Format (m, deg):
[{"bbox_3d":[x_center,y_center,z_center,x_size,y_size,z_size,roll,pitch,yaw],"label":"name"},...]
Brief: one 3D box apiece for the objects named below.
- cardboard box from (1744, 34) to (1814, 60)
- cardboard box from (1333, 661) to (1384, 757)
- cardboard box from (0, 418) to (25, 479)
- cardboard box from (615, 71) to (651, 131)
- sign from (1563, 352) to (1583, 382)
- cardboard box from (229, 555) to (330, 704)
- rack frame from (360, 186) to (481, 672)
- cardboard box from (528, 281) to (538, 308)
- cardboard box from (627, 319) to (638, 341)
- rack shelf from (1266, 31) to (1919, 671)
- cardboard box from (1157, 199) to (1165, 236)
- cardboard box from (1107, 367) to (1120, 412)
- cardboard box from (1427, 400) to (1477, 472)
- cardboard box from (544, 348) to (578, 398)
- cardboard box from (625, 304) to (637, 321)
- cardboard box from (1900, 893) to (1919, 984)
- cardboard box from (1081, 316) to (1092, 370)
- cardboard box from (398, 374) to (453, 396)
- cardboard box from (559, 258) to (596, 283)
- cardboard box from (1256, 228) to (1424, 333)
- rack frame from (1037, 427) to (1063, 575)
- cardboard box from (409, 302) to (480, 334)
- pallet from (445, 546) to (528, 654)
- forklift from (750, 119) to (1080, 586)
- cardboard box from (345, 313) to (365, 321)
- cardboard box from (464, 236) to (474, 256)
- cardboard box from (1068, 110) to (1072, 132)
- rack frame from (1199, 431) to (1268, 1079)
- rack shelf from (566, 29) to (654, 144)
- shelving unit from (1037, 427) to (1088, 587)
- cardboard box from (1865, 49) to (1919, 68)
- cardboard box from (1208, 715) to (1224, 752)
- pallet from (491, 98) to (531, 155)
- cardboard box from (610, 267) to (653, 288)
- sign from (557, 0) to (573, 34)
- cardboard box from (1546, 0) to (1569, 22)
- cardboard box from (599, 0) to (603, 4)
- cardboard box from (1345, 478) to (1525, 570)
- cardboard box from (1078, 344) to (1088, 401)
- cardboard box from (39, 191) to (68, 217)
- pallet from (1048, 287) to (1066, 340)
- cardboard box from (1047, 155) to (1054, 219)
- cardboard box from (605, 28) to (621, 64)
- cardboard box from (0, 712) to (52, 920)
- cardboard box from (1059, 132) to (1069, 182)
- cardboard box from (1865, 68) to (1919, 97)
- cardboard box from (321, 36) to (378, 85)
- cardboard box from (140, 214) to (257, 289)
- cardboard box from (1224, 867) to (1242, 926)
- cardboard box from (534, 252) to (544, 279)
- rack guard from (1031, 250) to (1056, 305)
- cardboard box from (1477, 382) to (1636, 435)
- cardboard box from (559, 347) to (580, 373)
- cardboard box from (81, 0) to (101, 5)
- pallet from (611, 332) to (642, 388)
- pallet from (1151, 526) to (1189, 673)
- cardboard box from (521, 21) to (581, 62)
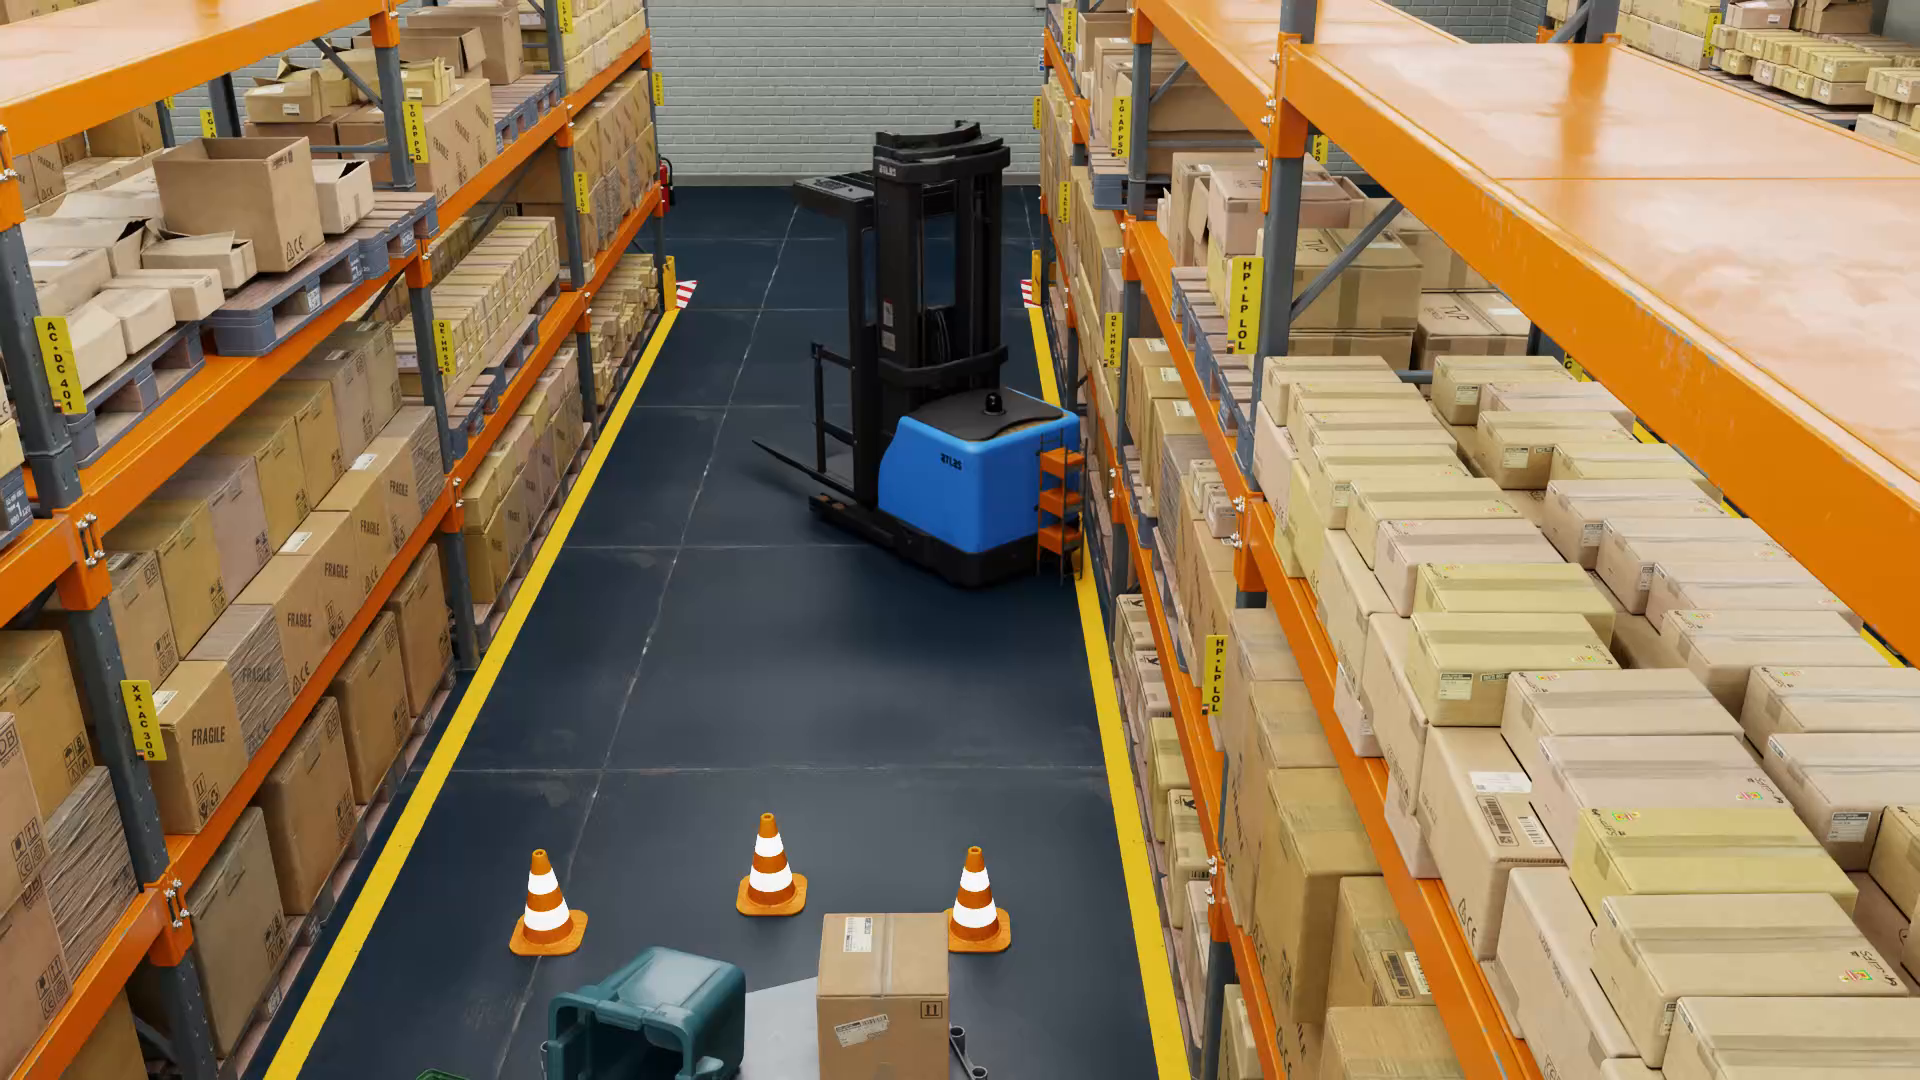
[{"bbox_3d":[5.962,-3.592,12.108,0.380,0.149,0.250,-1,24,-2],"label":"cardboard box"},{"bbox_3d":[1.171,0.423,4.223,0.380,0.149,0.250,-1,24,-2],"label":"cardboard box"},{"bbox_3d":[-3.139,-0.263,5.108,0.380,0.149,0.250,0,24,-1],"label":"cardboard box"},{"bbox_3d":[-3.340,-4.316,16.341,0.500,0.500,0.500,-1,24,-2],"label":"cardboard box"},{"bbox_3d":[2.029,-0.594,5.539,0.100,0.325,0.005,0,24,-1],"label":"sign"},{"bbox_3d":[-3.208,0.400,7.487,0.500,0.500,0.500,0,24,-1],"label":"cardboard box"},{"bbox_3d":[-3.506,-0.570,9.755,1.000,3.000,0.127,0,24,-1],"label":"rack frame"},{"bbox_3d":[-3.341,-1.820,12.312,0.380,0.149,0.250,-1,24,-3],"label":"cardboard box"},{"bbox_3d":[-3.294,-2.009,15.886,0.380,0.149,0.250,0,24,0],"label":"cardboard box"},{"bbox_3d":[1.508,-0.566,3.342,1.077,0.370,4.000,0,24,-1],"label":"rack shelf"},{"bbox_3d":[1.276,-1.756,9.041,0.380,0.149,0.250,0,24,-1],"label":"cardboard box"},{"bbox_3d":[1.183,-0.992,10.262,0.500,0.250,0.500,0,24,-1],"label":"cardboard box"},{"bbox_3d":[1.760,-0.239,5.202,0.500,0.250,0.500,0,24,-1],"label":"cardboard box"},{"bbox_3d":[-3.289,-1.307,12.997,0.500,0.250,0.500,-1,24,-2],"label":"cardboard box"},{"bbox_3d":[-3.292,-2.145,15.826,0.380,0.149,0.250,1,24,2],"label":"cardboard box"},{"bbox_3d":[1.770,0.692,2.660,0.380,0.149,0.250,0,24,-1],"label":"cardboard box"},{"bbox_3d":[1.133,-1.401,11.773,0.500,0.250,0.500,-1,24,-1],"label":"cardboard box"},{"bbox_3d":[-3.311,-0.983,10.101,0.380,0.149,0.250,1,24,2],"label":"cardboard box"},{"bbox_3d":[-3.225,-2.222,13.712,0.380,0.149,0.250,1,24,1],"label":"cardboard box"},{"bbox_3d":[1.353,-0.942,6.001,0.500,0.250,0.500,0,24,1],"label":"cardboard box"},{"bbox_3d":[0.617,-0.260,11.428,0.200,1.050,0.008,-19,31,-35],"label":"rack frame"},{"bbox_3d":[-3.323,-1.431,10.730,0.380,0.149,0.250,-1,24,-3],"label":"cardboard box"},{"bbox_3d":[-3.513,0.378,11.041,1.003,0.211,1.213,0,24,-1],"label":"pallet"},{"bbox_3d":[-0.477,-1.561,12.028,1.130,2.935,3.031,-19,30,-35],"label":"forklift"},{"bbox_3d":[-3.973,-1.330,10.507,0.380,0.149,0.250,0,24,1],"label":"cardboard box"},{"bbox_3d":[-4.005,-2.267,12.939,0.380,0.149,0.250,0,24,0],"label":"cardboard box"},{"bbox_3d":[1.131,-3.624,14.384,0.380,0.149,0.250,0,24,-1],"label":"cardboard box"},{"bbox_3d":[1.486,1.014,6.251,1.000,3.000,0.127,0,24,-1],"label":"rack frame"},{"bbox_3d":[-3.571,-4.082,14.751,1.077,0.370,4.000,0,24,-1],"label":"rack shelf"},{"bbox_3d":[0.695,-0.220,11.343,0.215,1.050,0.252,-19,31,-35],"label":"shelving unit"},{"bbox_3d":[6.445,-3.275,11.408,0.380,0.149,0.250,0,24,0],"label":"cardboard box"},{"bbox_3d":[1.205,0.726,6.683,0.380,0.149,0.250,0,24,0],"label":"cardboard box"},{"bbox_3d":[-3.635,-2.818,11.311,1.213,0.211,1.003,0,24,-1],"label":"pallet"},{"bbox_3d":[-3.259,-2.603,16.478,0.380,0.149,0.250,-1,24,-2],"label":"cardboard box"},{"bbox_3d":[-2.995,-4.004,12.602,0.100,0.325,0.005,0,24,-1],"label":"sign"},{"bbox_3d":[6.050,-5.204,16.182,0.500,0.250,0.500,-1,24,-1],"label":"cardboard box"},{"bbox_3d":[-3.293,-4.697,14.330,0.380,0.149,0.250,-1,24,-2],"label":"cardboard box"},{"bbox_3d":[1.219,-0.044,4.288,0.380,0.149,0.250,-1,24,-2],"label":"cardboard box"},{"bbox_3d":[1.500,-1.566,14.555,0.875,0.438,0.875,-1,24,-1],"label":"cardboard box"},{"bbox_3d":[-8.265,-2.918,14.767,0.500,0.250,0.500,0,24,1],"label":"cardboard box"},{"bbox_3d":[1.442,-2.331,17.031,1.003,0.211,1.213,0,24,-1],"label":"pallet"},{"bbox_3d":[1.094,-3.359,15.800,0.500,0.500,0.500,0,24,-1],"label":"cardboard box"},{"bbox_3d":[-3.293,-4.345,14.643,0.500,0.250,0.500,1,24,2],"label":"cardboard box"},{"bbox_3d":[-3.370,0.896,5.020,0.875,0.550,0.550,0,24,-1],"label":"cardboard box"},{"bbox_3d":[1.120,-3.186,14.203,0.500,0.500,0.500,-1,24,-1],"label":"cardboard box"},{"bbox_3d":[6.092,-2.949,10.710,0.380,0.149,0.250,0,24,0],"label":"cardboard box"},{"bbox_3d":[-3.805,-3.027,10.496,0.396,0.266,0.258,0,24,-1],"label":"cardboard box"},{"bbox_3d":[-3.271,-1.237,7.120,0.396,0.266,0.258,0,24,-1],"label":"cardboard box"},{"bbox_3d":[1.169,1.260,6.013,0.380,0.149,0.250,0,24,-1],"label":"cardboard box"},{"bbox_3d":[-3.344,-2.057,12.476,0.380,0.149,0.250,1,24,2],"label":"cardboard box"},{"bbox_3d":[1.355,-2.802,17.722,1.175,0.500,0.348,0,24,-1],"label":"rack guard"},{"bbox_3d":[1.788,-0.365,4.998,0.380,0.149,0.250,-1,24,-2],"label":"cardboard box"},{"bbox_3d":[-3.346,-1.525,14.093,0.380,0.149,0.250,1,24,2],"label":"cardboard box"},{"bbox_3d":[-8.495,-5.321,15.867,0.700,0.500,0.500,-2,24,-4],"label":"cardboard box"},{"bbox_3d":[-3.609,-1.729,15.699,1.003,0.211,1.213,0,24,-1],"label":"pallet"},{"bbox_3d":[1.505,0.269,8.132,1.003,0.211,1.213,0,24,-1],"label":"pallet"},{"bbox_3d":[-3.315,-3.944,13.149,0.500,0.250,0.500,1,24,1],"label":"cardboard box"}]
